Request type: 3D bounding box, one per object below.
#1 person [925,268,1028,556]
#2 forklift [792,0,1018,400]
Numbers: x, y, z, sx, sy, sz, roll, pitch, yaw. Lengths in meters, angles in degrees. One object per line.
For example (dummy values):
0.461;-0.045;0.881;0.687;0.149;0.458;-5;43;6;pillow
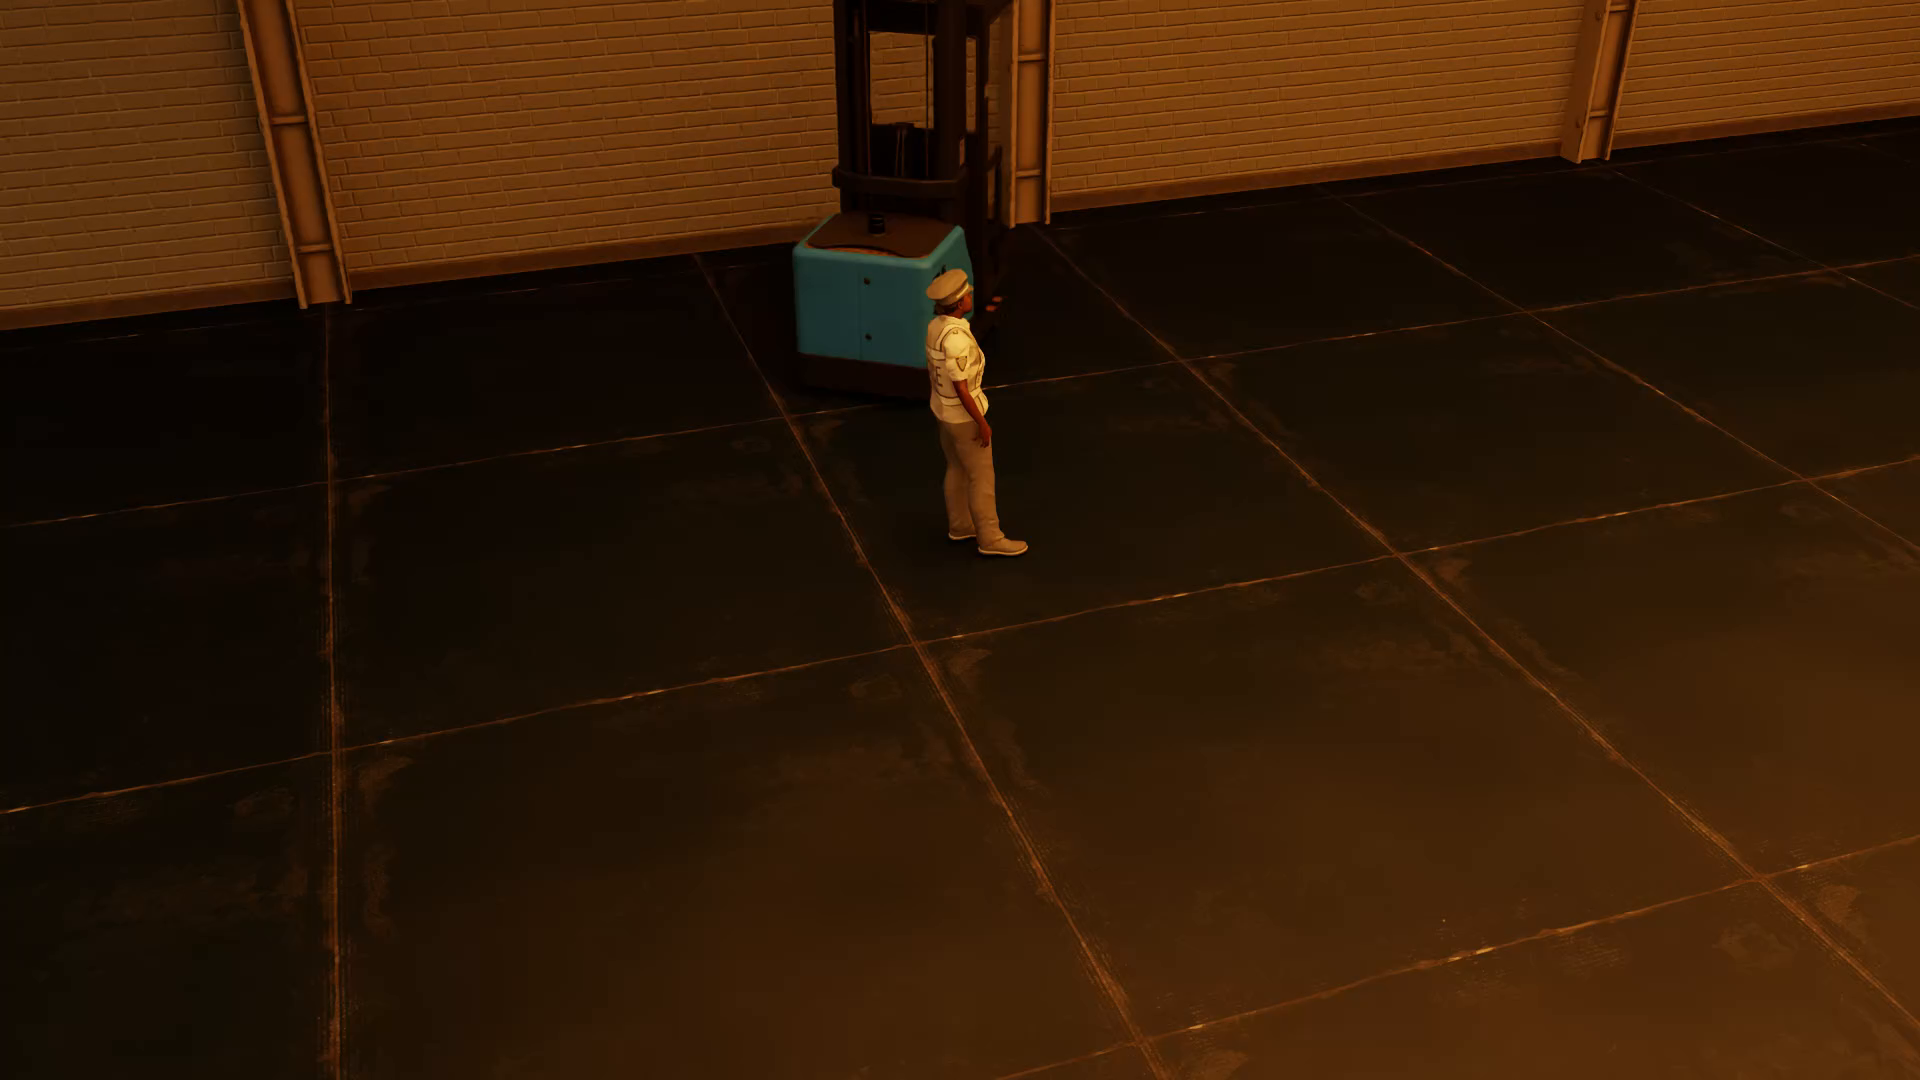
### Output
0.077;-0.743;9.604;0.530;1.695;0.569;-10;31;-16;person
-0.261;-2.967;12.244;1.130;2.935;3.031;8;31;14;forklift
